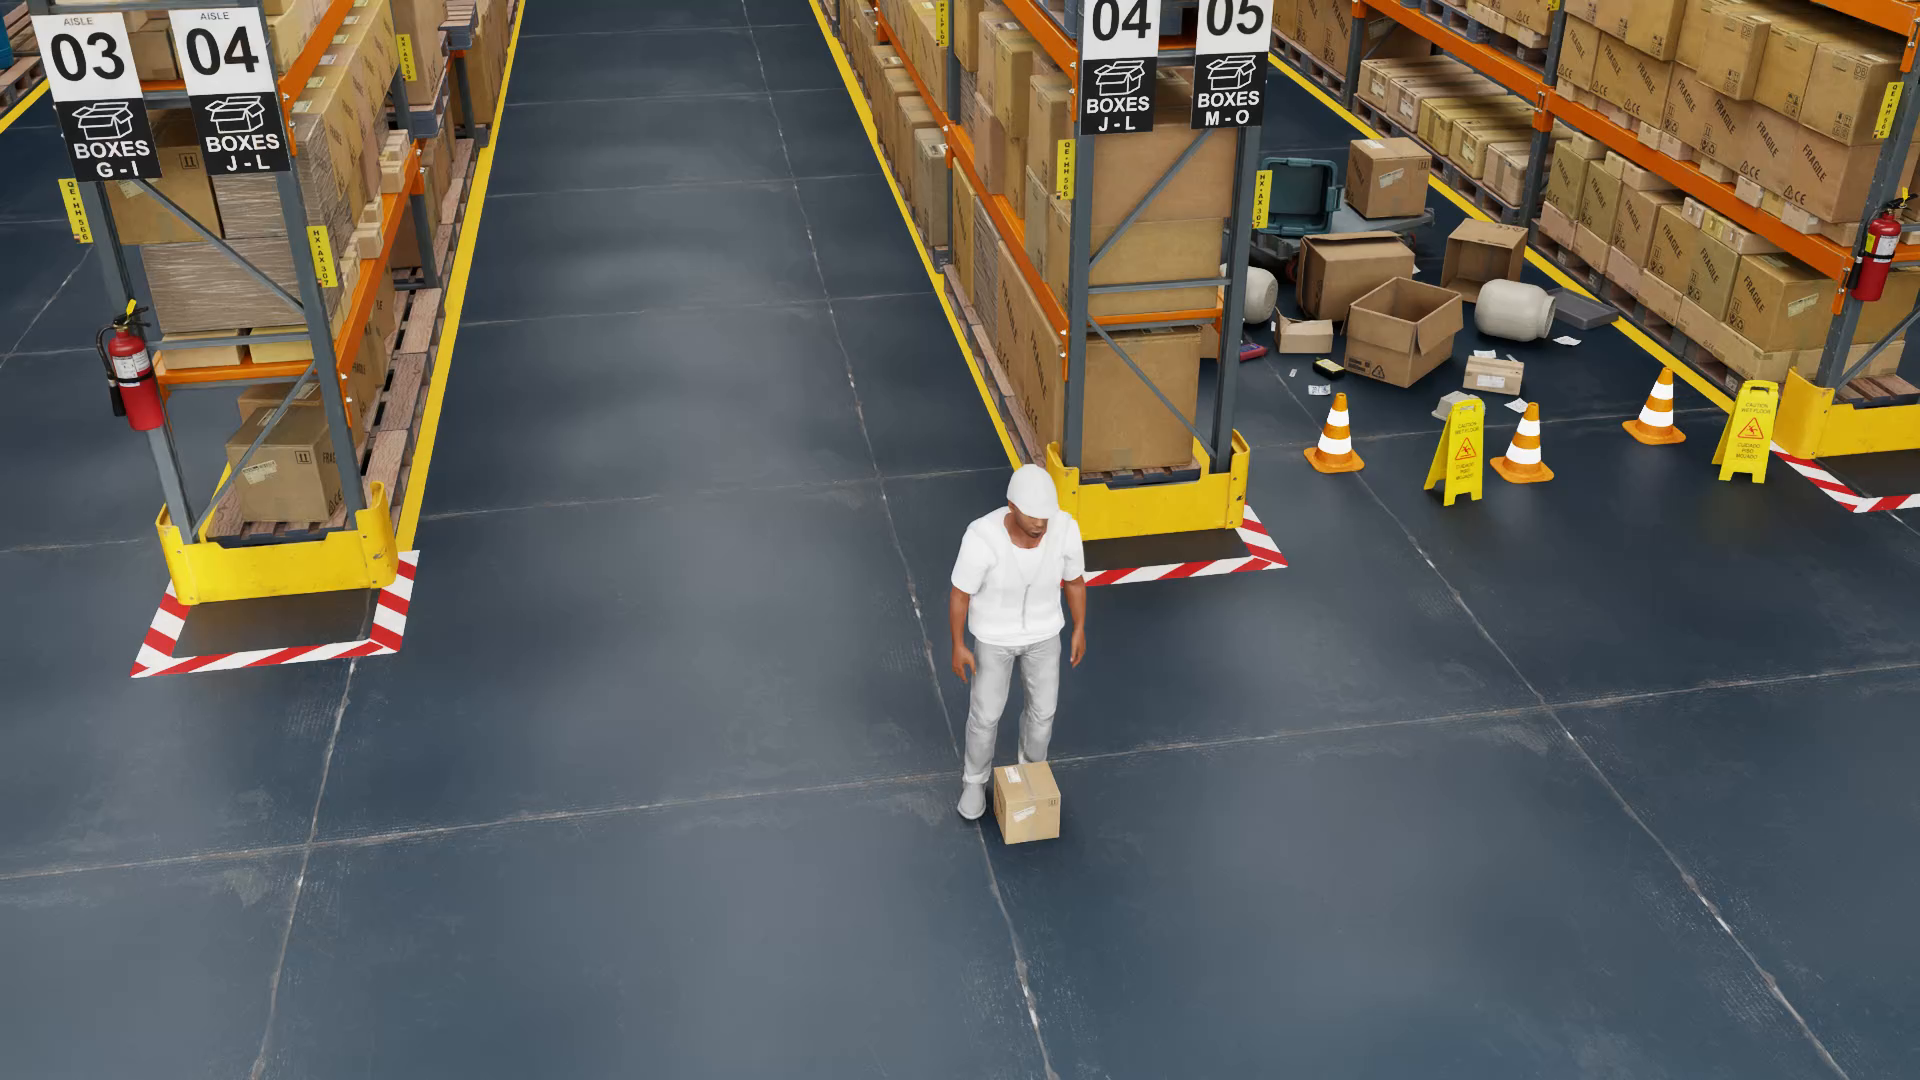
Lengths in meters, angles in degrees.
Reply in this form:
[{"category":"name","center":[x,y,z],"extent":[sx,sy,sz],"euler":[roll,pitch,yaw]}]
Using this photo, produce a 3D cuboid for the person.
[{"category":"person","center":[0.263,0.433,7.384],"extent":[0.634,1.759,0.460],"euler":[-7,31,-12]}]
